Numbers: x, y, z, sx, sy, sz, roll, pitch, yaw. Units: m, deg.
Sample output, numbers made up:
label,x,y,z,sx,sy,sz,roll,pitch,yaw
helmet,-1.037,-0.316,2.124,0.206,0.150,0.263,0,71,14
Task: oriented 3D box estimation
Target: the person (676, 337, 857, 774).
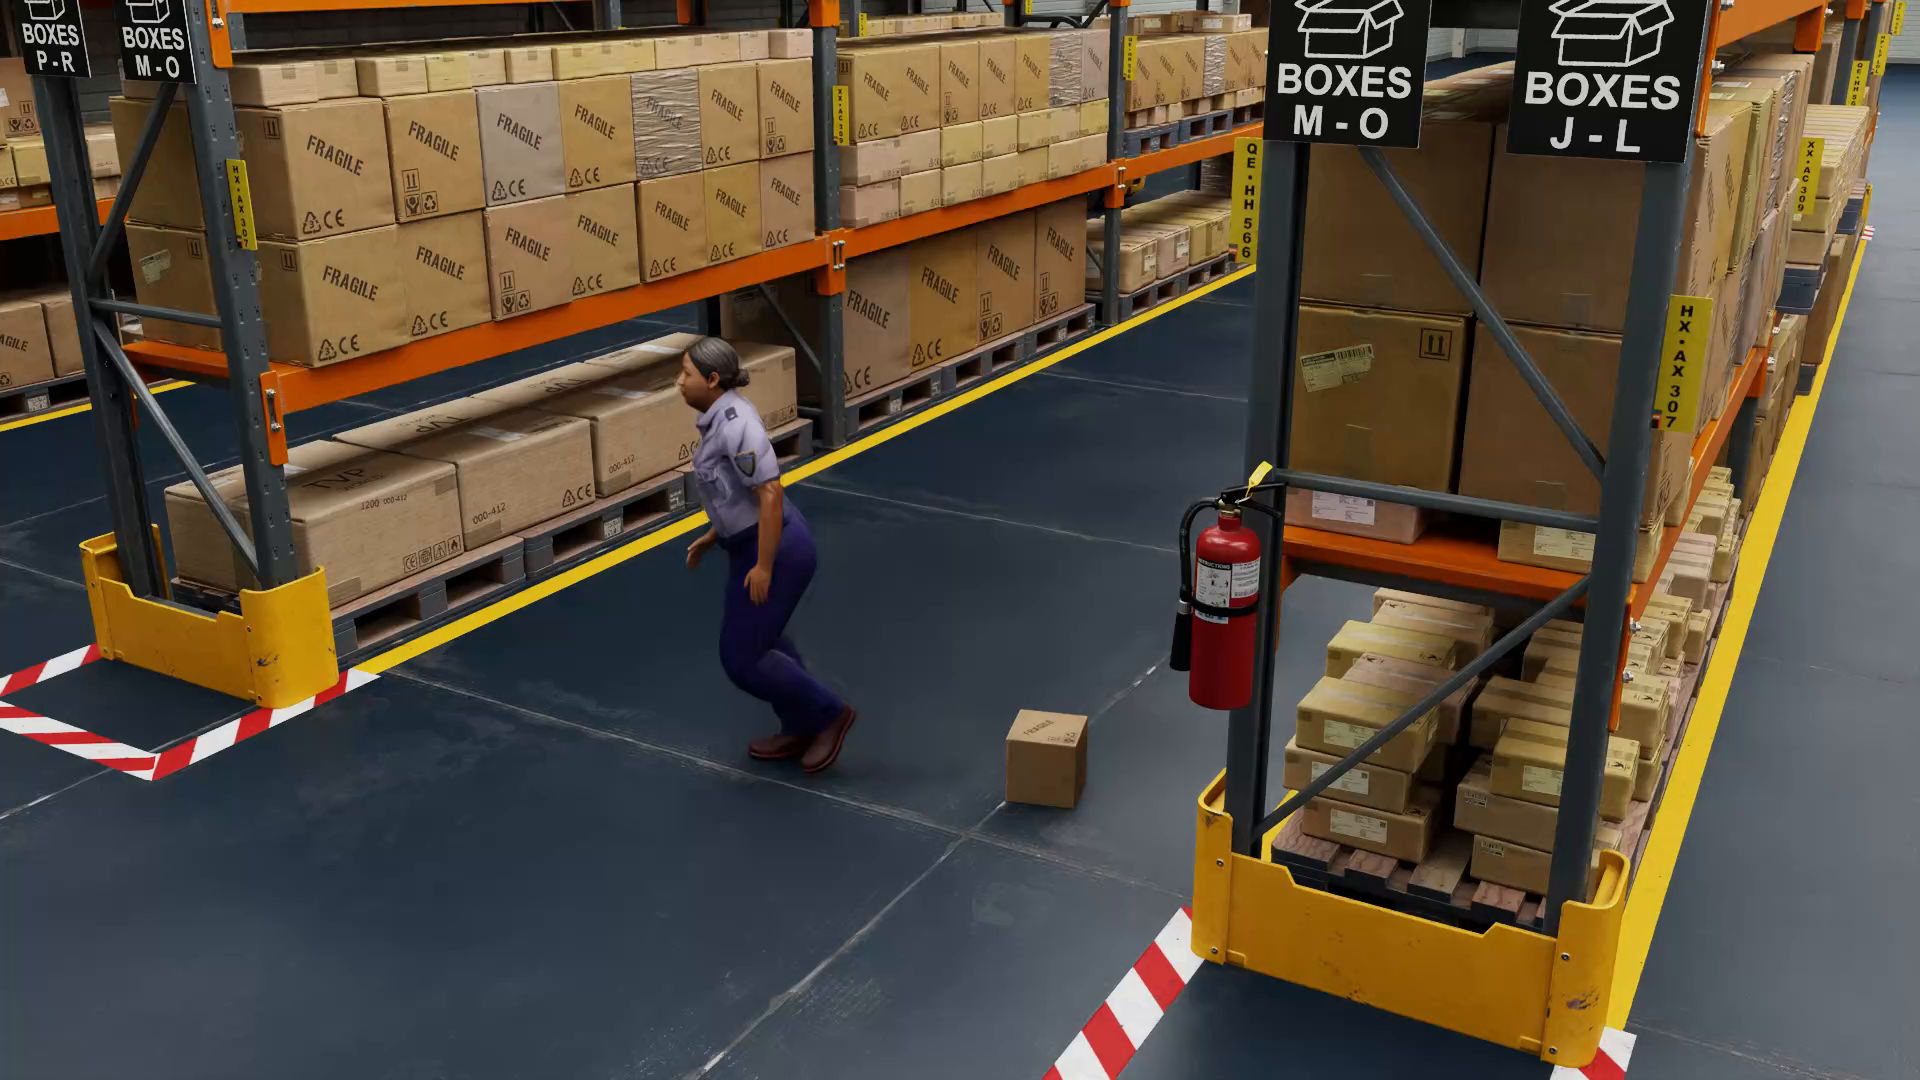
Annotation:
label,x,y,z,sx,sy,sz,roll,pitch,yaw
person,-0.687,0.060,5.972,0.585,1.599,0.542,-4,20,-11
